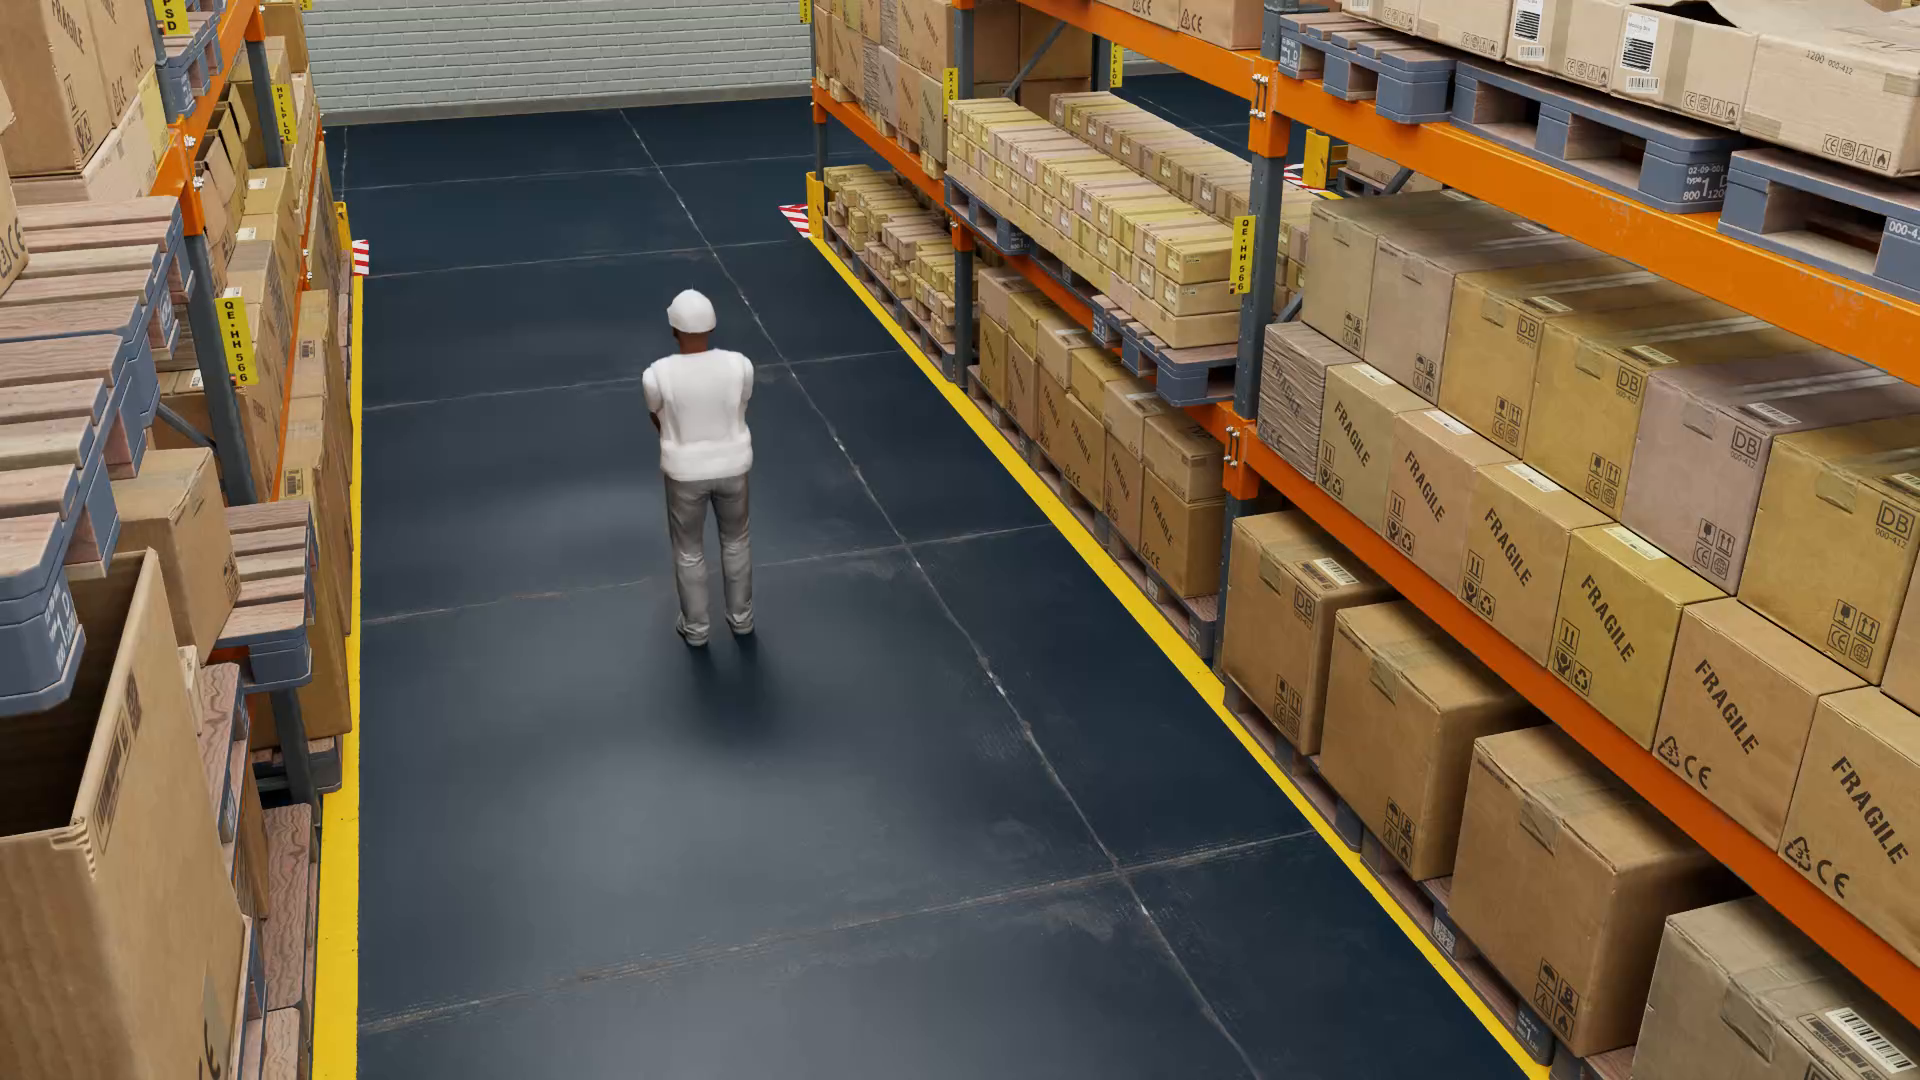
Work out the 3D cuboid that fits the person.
[{"bbox_3d":[-1.223,-0.372,7.849,0.504,1.760,0.583,-8,27,-15],"label":"person"}]
